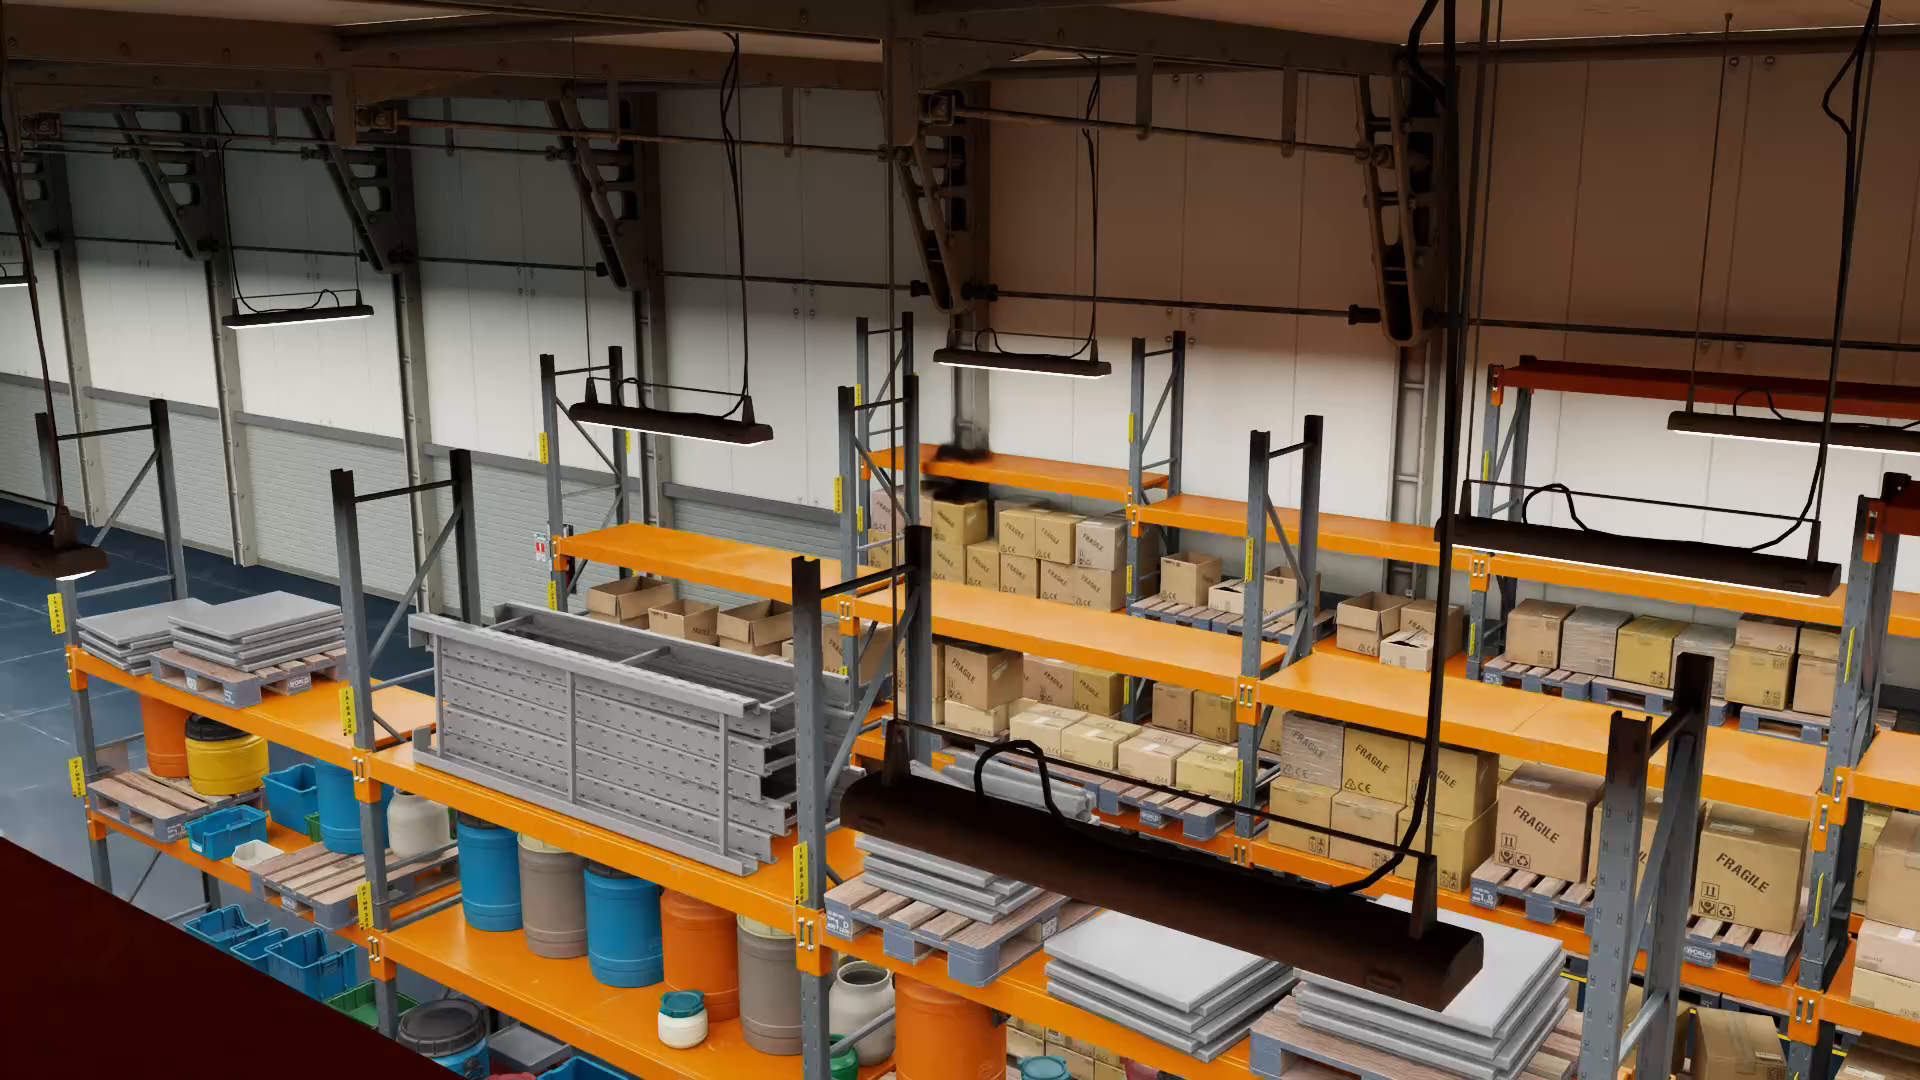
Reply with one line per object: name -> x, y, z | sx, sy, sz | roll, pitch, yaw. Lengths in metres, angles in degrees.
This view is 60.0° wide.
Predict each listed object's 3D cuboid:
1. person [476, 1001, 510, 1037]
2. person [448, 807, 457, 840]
person -> -3.967, 3.945, 14.446 | 0.614, 1.722, 0.659 | 8, 15, 32
person -> -5.835, 2.893, 18.986 | 0.561, 1.753, 0.660 | -5, 14, -22
